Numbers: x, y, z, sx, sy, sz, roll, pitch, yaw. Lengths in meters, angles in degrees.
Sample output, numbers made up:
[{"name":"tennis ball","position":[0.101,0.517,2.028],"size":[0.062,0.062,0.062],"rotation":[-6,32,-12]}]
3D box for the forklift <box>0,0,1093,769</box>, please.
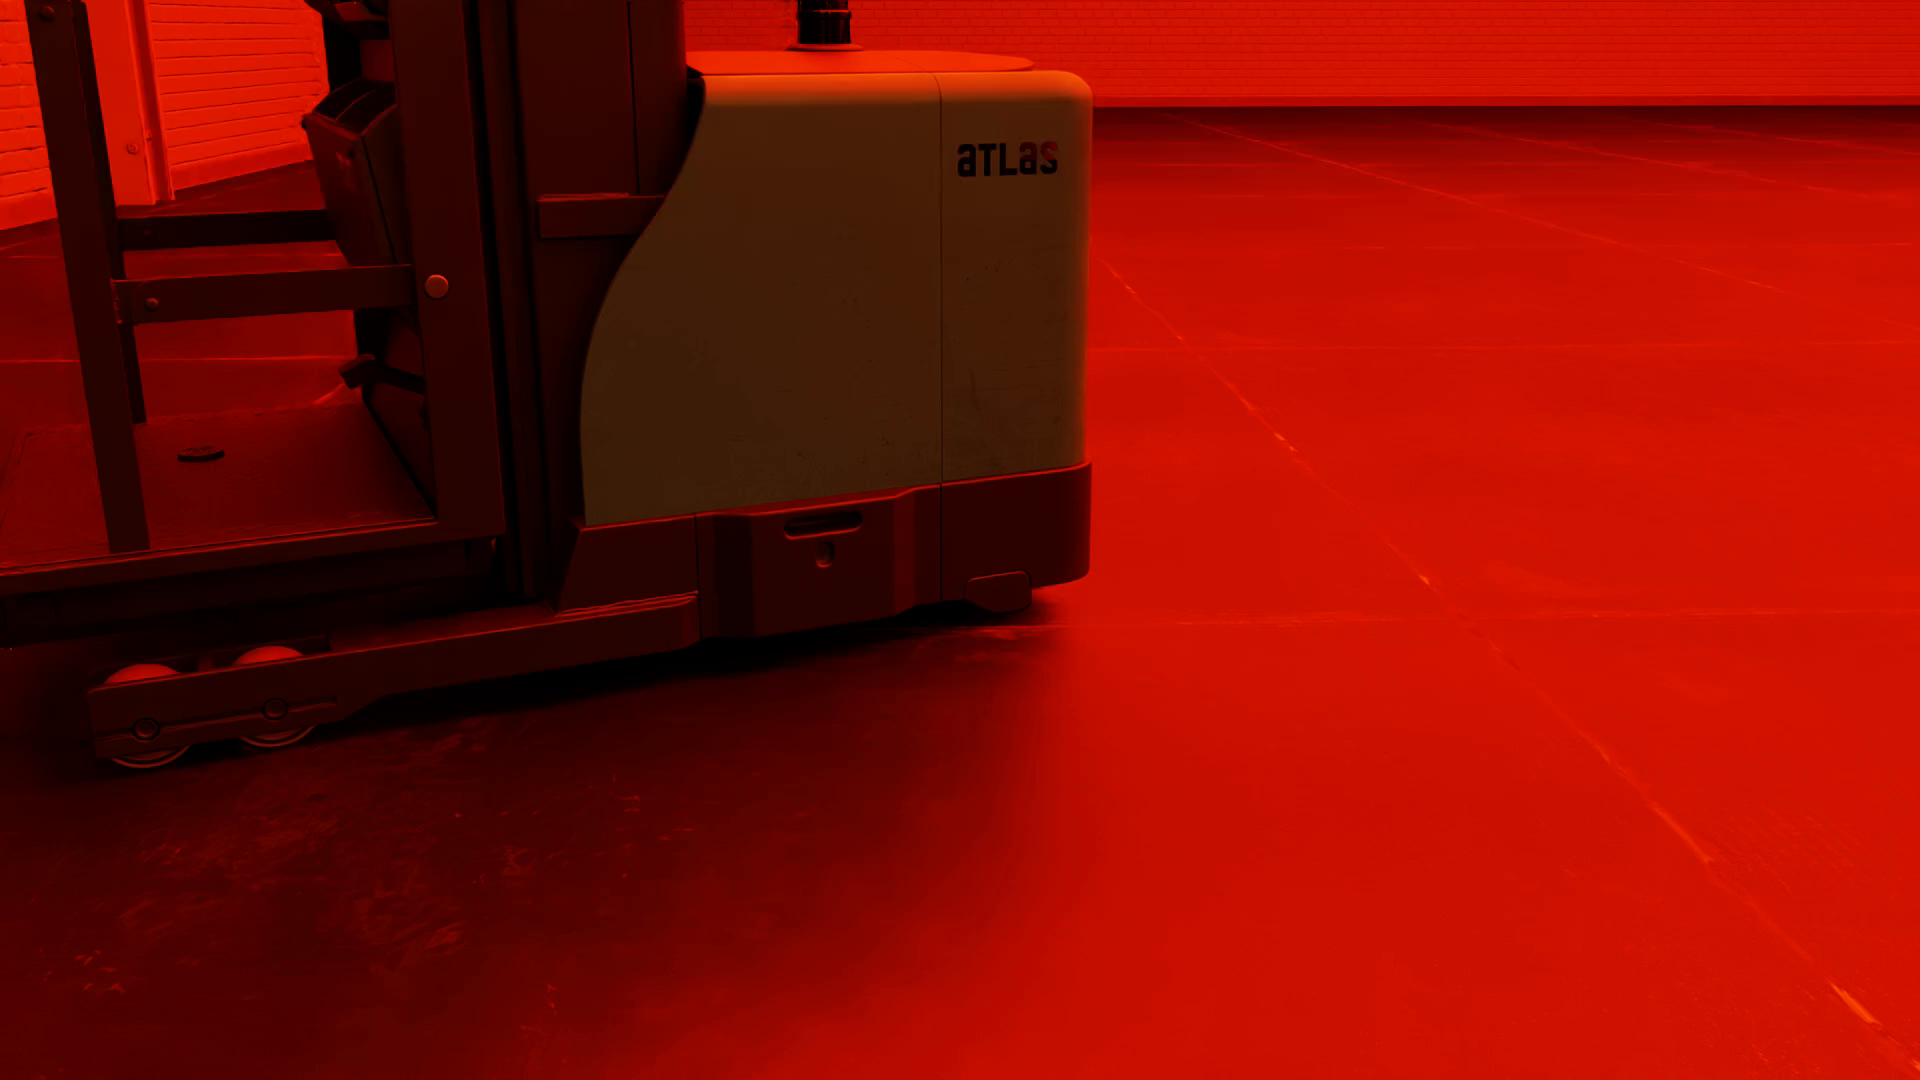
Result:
[{"name":"forklift","position":[-1.288,-1.206,2.850],"size":[3.031,2.935,1.130],"rotation":[-8,19,-24]}]
